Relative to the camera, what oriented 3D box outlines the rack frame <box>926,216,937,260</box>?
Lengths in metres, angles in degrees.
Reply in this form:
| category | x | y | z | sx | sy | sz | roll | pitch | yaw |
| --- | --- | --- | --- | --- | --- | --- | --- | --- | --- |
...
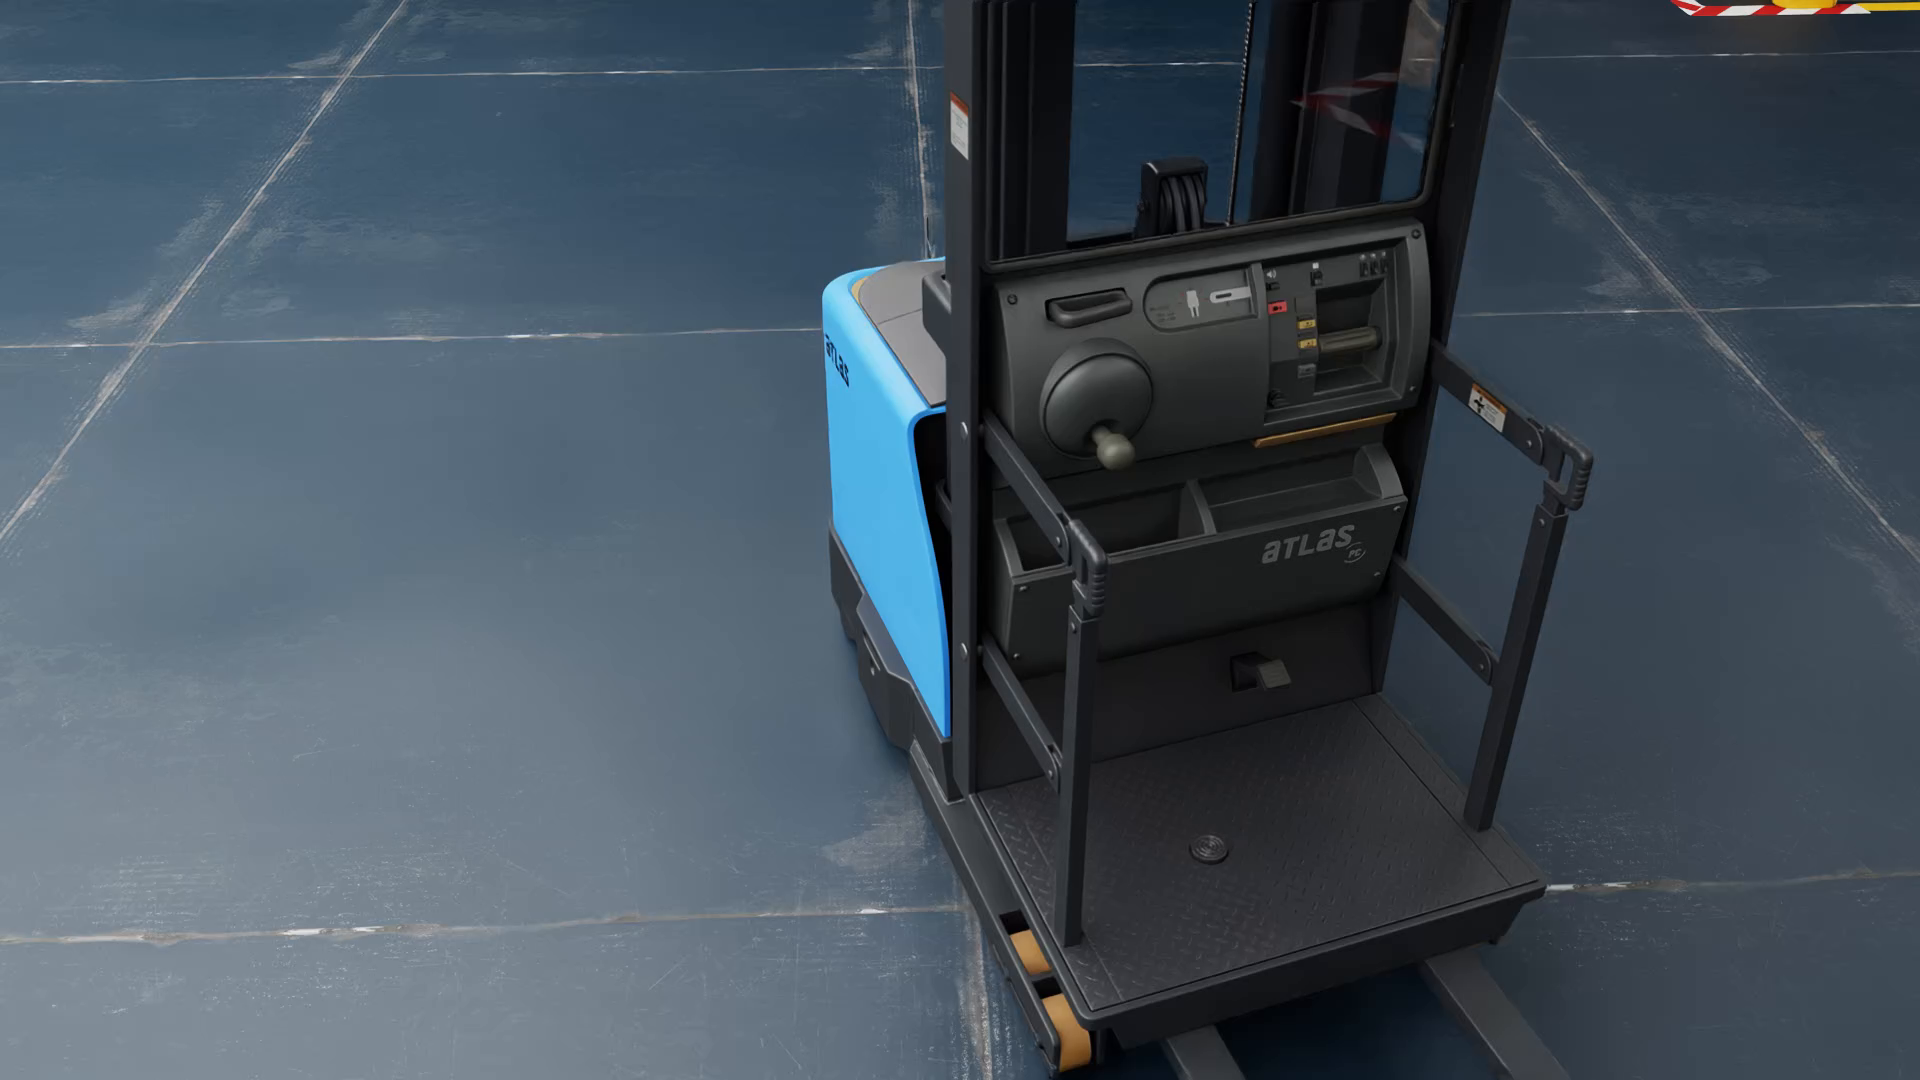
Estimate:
| category | x | y | z | sx | sy | sz | roll | pitch | yaw |
| --- | --- | --- | --- | --- | --- | --- | --- | --- | --- |
| rack frame | -0.081 | -0.435 | 4.956 | 0.008 | 1.050 | 0.200 | -4 | 35 | -6 |

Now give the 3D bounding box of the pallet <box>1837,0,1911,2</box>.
| category | x | y | z | sx | sy | sz | roll | pitch | yaw |
| --- | --- | --- | --- | --- | --- | --- | --- | --- | --- |
| pallet | 5.750 | -3.582 | 10.240 | 1.213 | 0.211 | 1.003 | -2 | 35 | -2 |

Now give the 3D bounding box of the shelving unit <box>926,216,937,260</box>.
| category | x | y | z | sx | sy | sz | roll | pitch | yaw |
| --- | --- | --- | --- | --- | --- | --- | --- | --- | --- |
| shelving unit | 0.040 | -0.444 | 4.969 | 0.252 | 1.050 | 0.215 | -4 | 35 | -6 |

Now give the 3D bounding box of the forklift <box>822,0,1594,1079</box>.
| category | x | y | z | sx | sy | sz | roll | pitch | yaw |
| --- | --- | --- | --- | --- | --- | --- | --- | --- | --- |
| forklift | 0.596 | -0.326 | 3.146 | 1.130 | 2.935 | 3.031 | -11 | 36 | -16 |

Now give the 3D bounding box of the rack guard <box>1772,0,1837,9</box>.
| category | x | y | z | sx | sy | sz | roll | pitch | yaw |
| --- | --- | --- | --- | --- | --- | --- | --- | --- | --- |
| rack guard | 4.964 | -3.656 | 10.093 | 0.348 | 0.500 | 1.175 | -2 | 35 | -2 |
